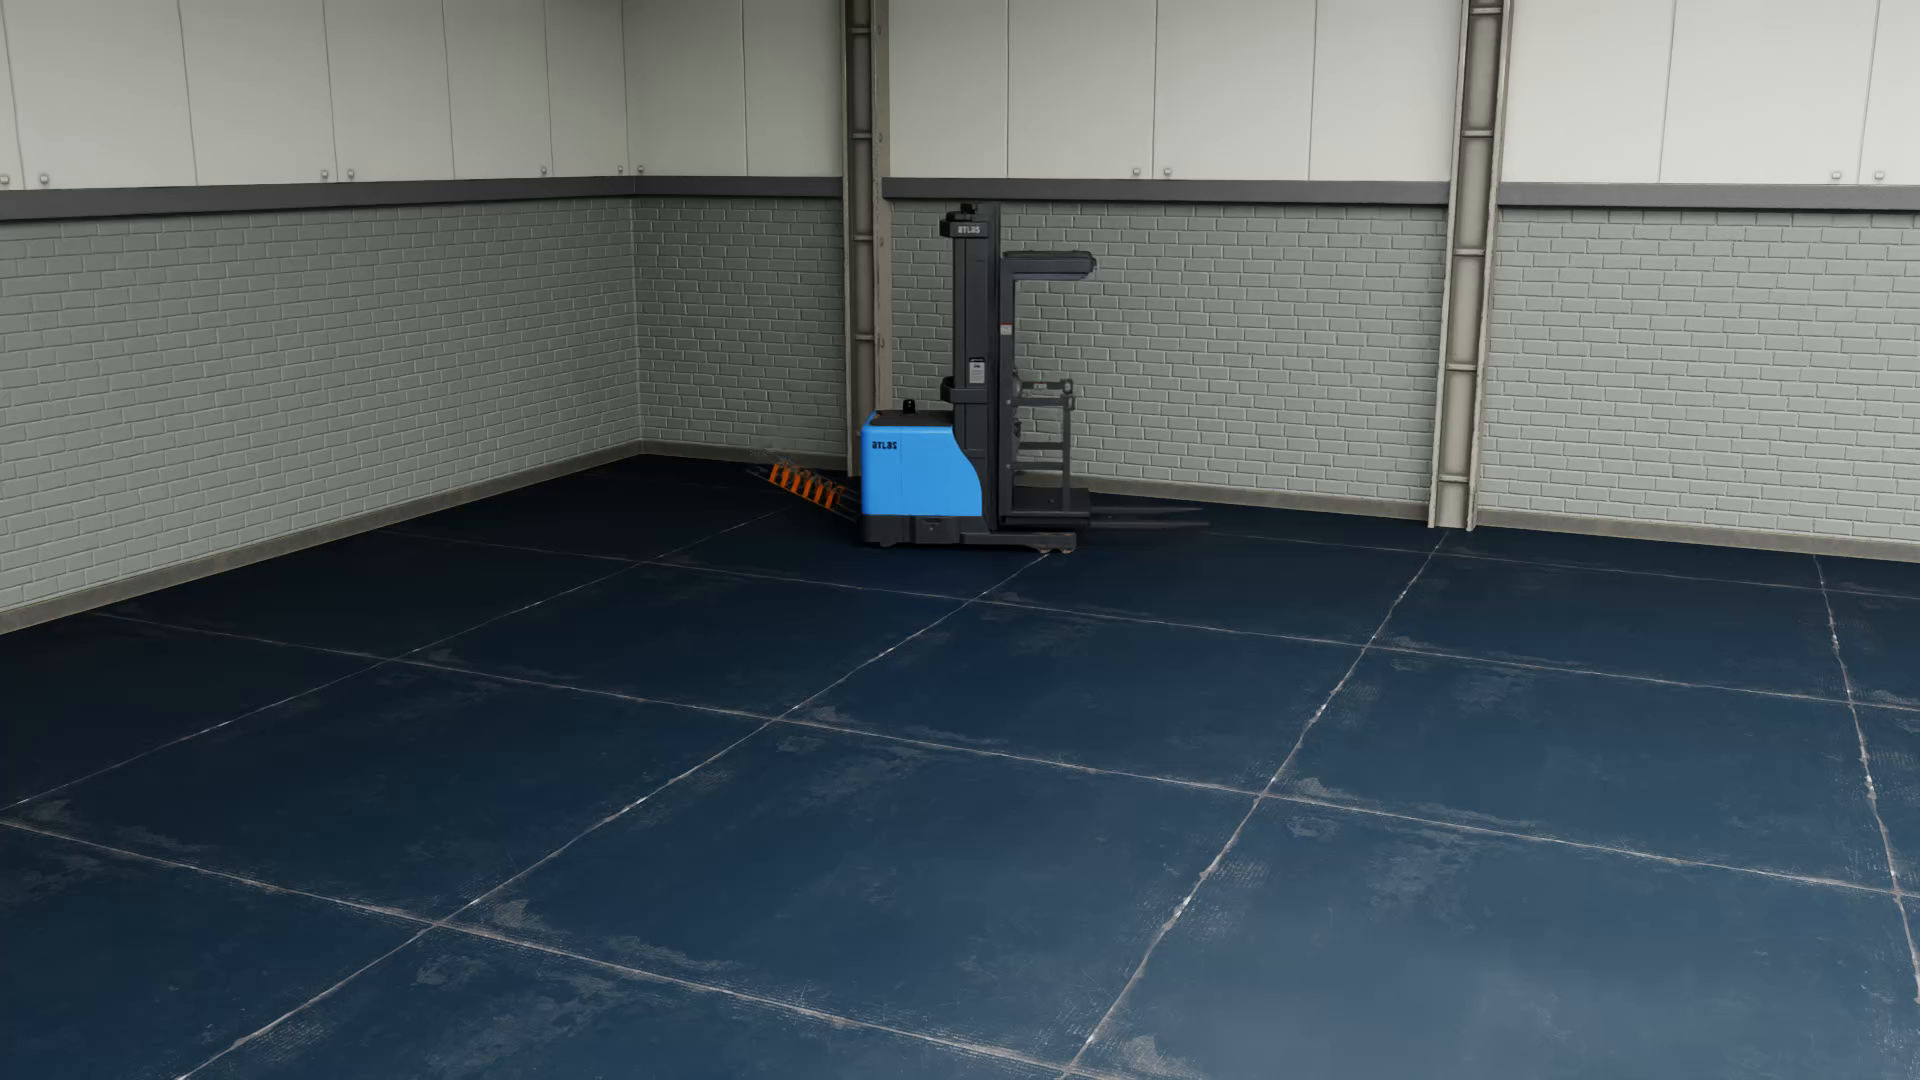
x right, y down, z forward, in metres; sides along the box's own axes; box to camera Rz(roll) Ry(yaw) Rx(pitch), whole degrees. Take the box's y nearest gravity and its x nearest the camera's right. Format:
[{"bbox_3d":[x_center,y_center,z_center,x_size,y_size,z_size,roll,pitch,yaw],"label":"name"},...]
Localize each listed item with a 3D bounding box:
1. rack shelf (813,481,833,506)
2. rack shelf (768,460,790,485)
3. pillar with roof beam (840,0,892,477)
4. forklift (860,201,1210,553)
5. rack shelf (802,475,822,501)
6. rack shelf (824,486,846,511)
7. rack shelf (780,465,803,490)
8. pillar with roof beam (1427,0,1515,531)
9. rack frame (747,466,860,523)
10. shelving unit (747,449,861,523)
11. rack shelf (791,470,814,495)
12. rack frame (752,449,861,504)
[{"bbox_3d":[-1.258,-0.442,15.564,0.103,0.180,0.258,25,19,12],"label":"rack shelf"},{"bbox_3d":[-1.684,-0.640,15.661,0.103,0.180,0.258,25,19,12],"label":"rack shelf"},{"bbox_3d":[-2.699,-4.169,12.821,0.400,9.000,9.100,6,14,23],"label":"pillar with roof beam"},{"bbox_3d":[0.666,-1.440,14.477,3.031,2.935,1.130,1,13,3],"label":"forklift"},{"bbox_3d":[-1.365,-0.492,15.588,0.103,0.180,0.258,25,19,12],"label":"rack shelf"},{"bbox_3d":[-1.151,-0.393,15.539,0.103,0.180,0.258,25,19,12],"label":"rack shelf"},{"bbox_3d":[-1.578,-0.591,15.636,0.103,0.180,0.258,25,19,12],"label":"rack shelf"},{"bbox_3d":[2.787,-3.613,10.455,0.400,9.000,9.100,6,14,23],"label":"pillar with roof beam"},{"bbox_3d":[-1.435,-0.429,15.626,1.200,0.006,0.240,25,19,12],"label":"rack frame"},{"bbox_3d":[-1.404,-0.510,15.597,1.200,0.189,0.258,25,19,12],"label":"shelving unit"},{"bbox_3d":[-1.471,-0.541,15.612,0.103,0.180,0.258,25,19,12],"label":"rack shelf"},{"bbox_3d":[-1.373,-0.591,15.567,1.200,0.006,0.240,25,19,12],"label":"rack frame"}]
